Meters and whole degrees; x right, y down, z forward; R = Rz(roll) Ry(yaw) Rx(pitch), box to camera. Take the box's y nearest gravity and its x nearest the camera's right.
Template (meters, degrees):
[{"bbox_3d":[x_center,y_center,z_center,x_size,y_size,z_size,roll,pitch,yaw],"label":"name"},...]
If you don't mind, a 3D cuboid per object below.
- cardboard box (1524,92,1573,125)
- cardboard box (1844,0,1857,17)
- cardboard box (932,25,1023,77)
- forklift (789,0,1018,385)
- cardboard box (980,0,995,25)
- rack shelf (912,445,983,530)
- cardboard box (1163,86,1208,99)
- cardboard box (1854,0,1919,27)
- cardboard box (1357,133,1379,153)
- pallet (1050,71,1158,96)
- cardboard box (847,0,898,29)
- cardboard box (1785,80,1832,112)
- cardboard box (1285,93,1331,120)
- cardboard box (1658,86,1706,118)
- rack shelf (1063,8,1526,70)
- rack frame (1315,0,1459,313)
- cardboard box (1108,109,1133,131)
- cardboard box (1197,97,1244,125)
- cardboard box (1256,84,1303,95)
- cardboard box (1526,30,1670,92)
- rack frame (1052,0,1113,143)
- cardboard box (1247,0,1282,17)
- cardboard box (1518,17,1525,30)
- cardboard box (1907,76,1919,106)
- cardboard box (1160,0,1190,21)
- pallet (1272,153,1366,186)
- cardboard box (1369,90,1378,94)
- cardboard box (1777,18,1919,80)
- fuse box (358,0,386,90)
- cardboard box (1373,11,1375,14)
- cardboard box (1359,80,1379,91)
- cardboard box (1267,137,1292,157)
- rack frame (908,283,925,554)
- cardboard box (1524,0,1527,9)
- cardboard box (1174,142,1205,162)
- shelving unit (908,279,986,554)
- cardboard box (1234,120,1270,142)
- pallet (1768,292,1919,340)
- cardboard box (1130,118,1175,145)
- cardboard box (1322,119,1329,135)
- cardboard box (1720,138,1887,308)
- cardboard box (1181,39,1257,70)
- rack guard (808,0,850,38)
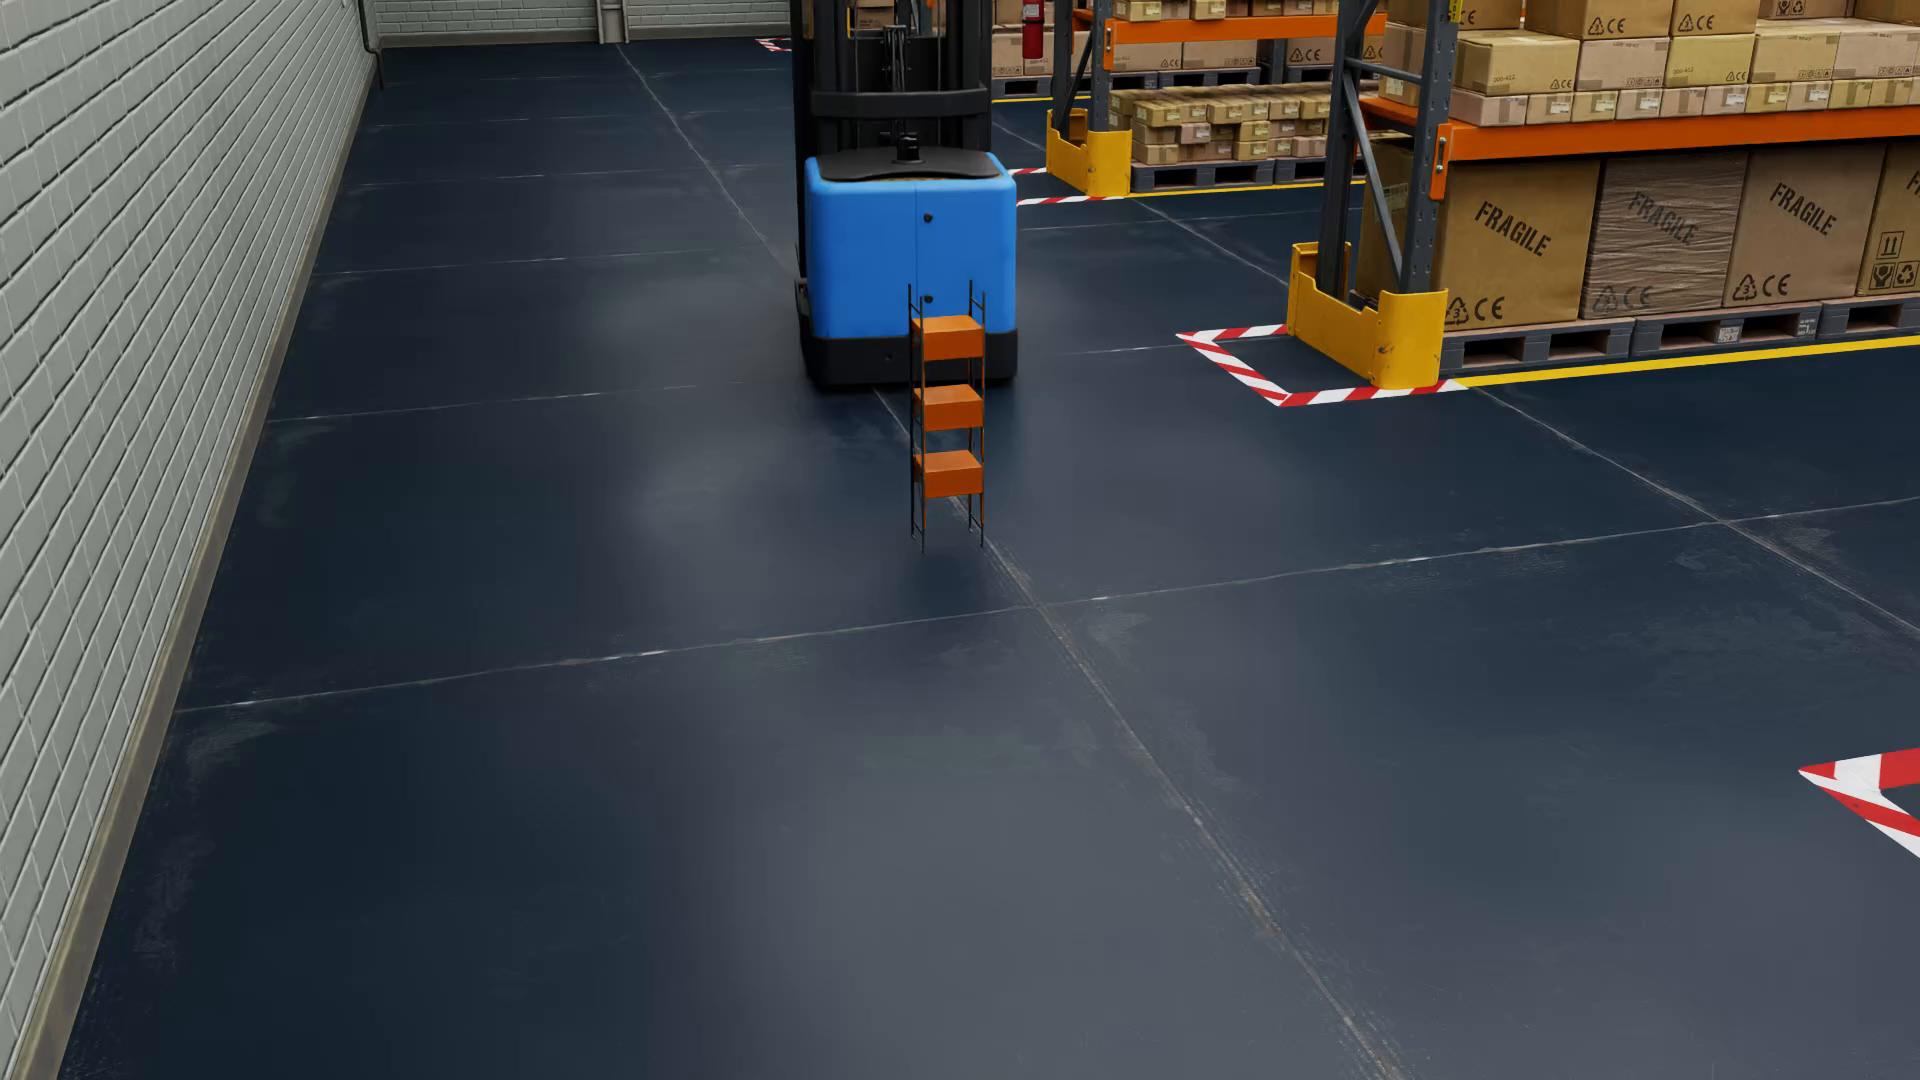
[{"bbox_3d":[2.876,-2.210,8.414,0.250,0.149,0.380,-7,24,-15],"label":"cardboard box"},{"bbox_3d":[5.043,-3.220,9.311,0.500,0.500,0.500,-6,24,-14],"label":"cardboard box"},{"bbox_3d":[0.130,-5.271,17.947,0.875,0.438,0.875,-7,24,-16],"label":"cardboard box"},{"bbox_3d":[-0.401,-2.677,9.272,1.130,2.935,3.031,-3,23,-7],"label":"forklift"},{"bbox_3d":[0.161,-7.199,22.361,0.500,0.500,0.500,-6,24,-13],"label":"cardboard box"},{"bbox_3d":[-0.052,-0.212,6.643,0.240,0.259,0.215,-6,24,-14],"label":"rack shelf"},{"bbox_3d":[1.869,-3.668,13.823,0.250,0.149,0.380,-7,24,-16],"label":"cardboard box"},{"bbox_3d":[5.196,-3.021,8.848,0.500,0.500,0.500,-6,24,-14],"label":"cardboard box"},{"bbox_3d":[3.256,-3.304,13.728,0.250,0.149,0.380,-6,24,-13],"label":"cardboard box"},{"bbox_3d":[1.442,-5.109,18.389,1.213,0.211,1.003,-6,24,-14],"label":"pallet"},{"bbox_3d":[-1.209,-7.106,22.140,0.637,0.503,0.797,-7,24,-16],"label":"cardboard box"},{"bbox_3d":[4.362,-2.375,8.799,0.250,0.149,0.380,-6,24,-14],"label":"cardboard box"},{"bbox_3d":[2.814,-3.509,13.453,0.250,0.149,0.380,-6,24,-14],"label":"cardboard box"},{"bbox_3d":[3.618,-2.292,8.606,0.250,0.149,0.380,-7,24,-15],"label":"cardboard box"},{"bbox_3d":[2.881,-4.161,13.555,4.000,0.370,1.077,-6,24,-14],"label":"rack shelf"},{"bbox_3d":[2.198,-2.385,8.503,0.127,3.000,1.000,-6,24,-14],"label":"rack frame"},{"bbox_3d":[1.387,-3.463,13.721,0.250,0.149,0.380,-7,24,-16],"label":"cardboard box"},{"bbox_3d":[2.062,-3.415,13.233,0.250,0.149,0.380,-6,24,-15],"label":"cardboard box"},{"bbox_3d":[2.663,-3.707,13.914,0.250,0.149,0.380,-7,24,-16],"label":"cardboard box"},{"bbox_3d":[3.232,-2.459,8.489,0.500,0.250,0.500,-7,24,-15],"label":"cardboard box"},{"bbox_3d":[0.956,-4.278,12.917,0.127,3.000,1.000,-6,24,-14],"label":"rack frame"},{"bbox_3d":[2.344,-4.223,13.107,0.250,0.149,0.380,-7,24,-15],"label":"cardboard box"},{"bbox_3d":[3.082,-2.658,8.955,0.500,0.250,0.500,-7,24,-15],"label":"cardboard box"},{"bbox_3d":[5.102,-2.456,8.989,0.250,0.149,0.380,-6,24,-13],"label":"cardboard box"},{"bbox_3d":[1.590,-4.116,12.857,0.250,0.149,0.380,-5,24,-12],"label":"cardboard box"},{"bbox_3d":[2.993,-3.207,13.956,1.213,0.211,1.003,-6,24,-14],"label":"pallet"},{"bbox_3d":[3.555,-3.591,13.642,0.250,0.149,0.380,-8,24,-17],"label":"cardboard box"},{"bbox_3d":[4.706,-2.621,8.868,0.500,0.250,0.500,-6,24,-13],"label":"cardboard box"},{"bbox_3d":[-6.329,-5.758,18.000,0.414,1.711,0.539,-6,24,-14],"label":"fuse box"},{"bbox_3d":[3.109,-4.276,13.230,0.250,0.149,0.380,-6,24,-13],"label":"cardboard box"},{"bbox_3d":[3.396,-3.818,14.172,0.250,0.149,0.380,-6,24,-13],"label":"cardboard box"},{"bbox_3d":[2.509,-3.233,13.562,0.250,0.149,0.380,-6,24,-14],"label":"cardboard box"},{"bbox_3d":[-0.169,-0.464,6.499,0.008,1.050,0.200,-6,24,-14],"label":"rack frame"},{"bbox_3d":[4.595,-4.470,13.681,0.250,0.149,0.380,-7,24,-15],"label":"cardboard box"},{"bbox_3d":[1.776,-3.155,13.381,0.250,0.149,0.380,-6,24,-15],"label":"cardboard box"},{"bbox_3d":[-0.052,-0.477,6.530,0.252,1.050,0.215,-6,24,-14],"label":"shelving unit"},{"bbox_3d":[2.296,-3.310,13.365,0.250,0.149,0.380,-6,24,-13],"label":"cardboard box"},{"bbox_3d":[5.296,-1.478,9.927,1.213,0.211,1.003,-6,24,-14],"label":"pallet"},{"bbox_3d":[1.529,-3.256,13.241,0.250,0.149,0.380,-5,24,-12],"label":"cardboard box"},{"bbox_3d":[3.039,-3.444,13.678,0.250,0.149,0.380,-5,24,-12],"label":"cardboard box"},{"bbox_3d":[4.526,-1.891,9.516,0.875,0.875,0.875,-6,24,-14],"label":"cardboard box"},{"bbox_3d":[2.739,-5.562,18.626,0.875,0.438,0.875,-7,24,-15],"label":"cardboard box"},{"bbox_3d":[-1.750,-6.890,22.175,0.348,0.500,1.175,-6,24,-14],"label":"rack guard"}]
